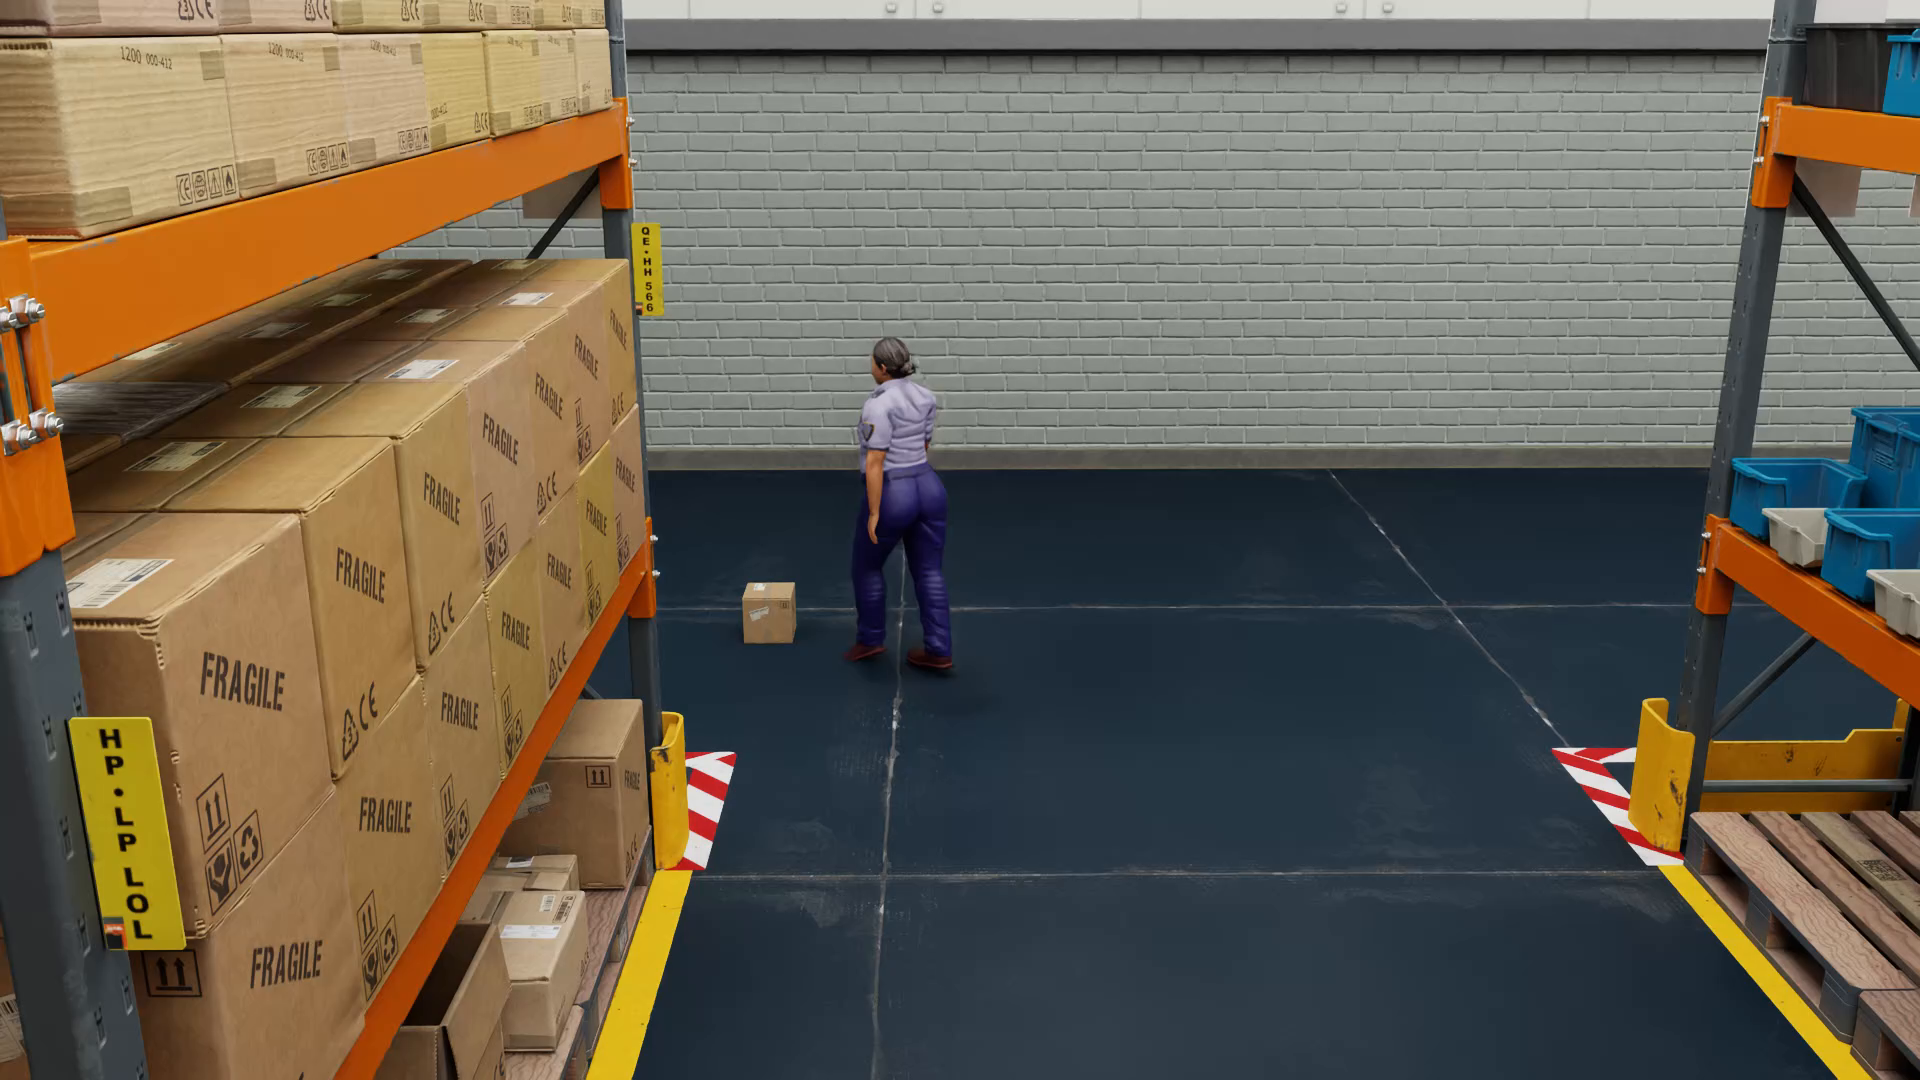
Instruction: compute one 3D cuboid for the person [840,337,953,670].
[{"bbox_3d":[-0.291,-0.144,8.128,0.487,1.695,0.635,-14,22,-37],"label":"person"}]
